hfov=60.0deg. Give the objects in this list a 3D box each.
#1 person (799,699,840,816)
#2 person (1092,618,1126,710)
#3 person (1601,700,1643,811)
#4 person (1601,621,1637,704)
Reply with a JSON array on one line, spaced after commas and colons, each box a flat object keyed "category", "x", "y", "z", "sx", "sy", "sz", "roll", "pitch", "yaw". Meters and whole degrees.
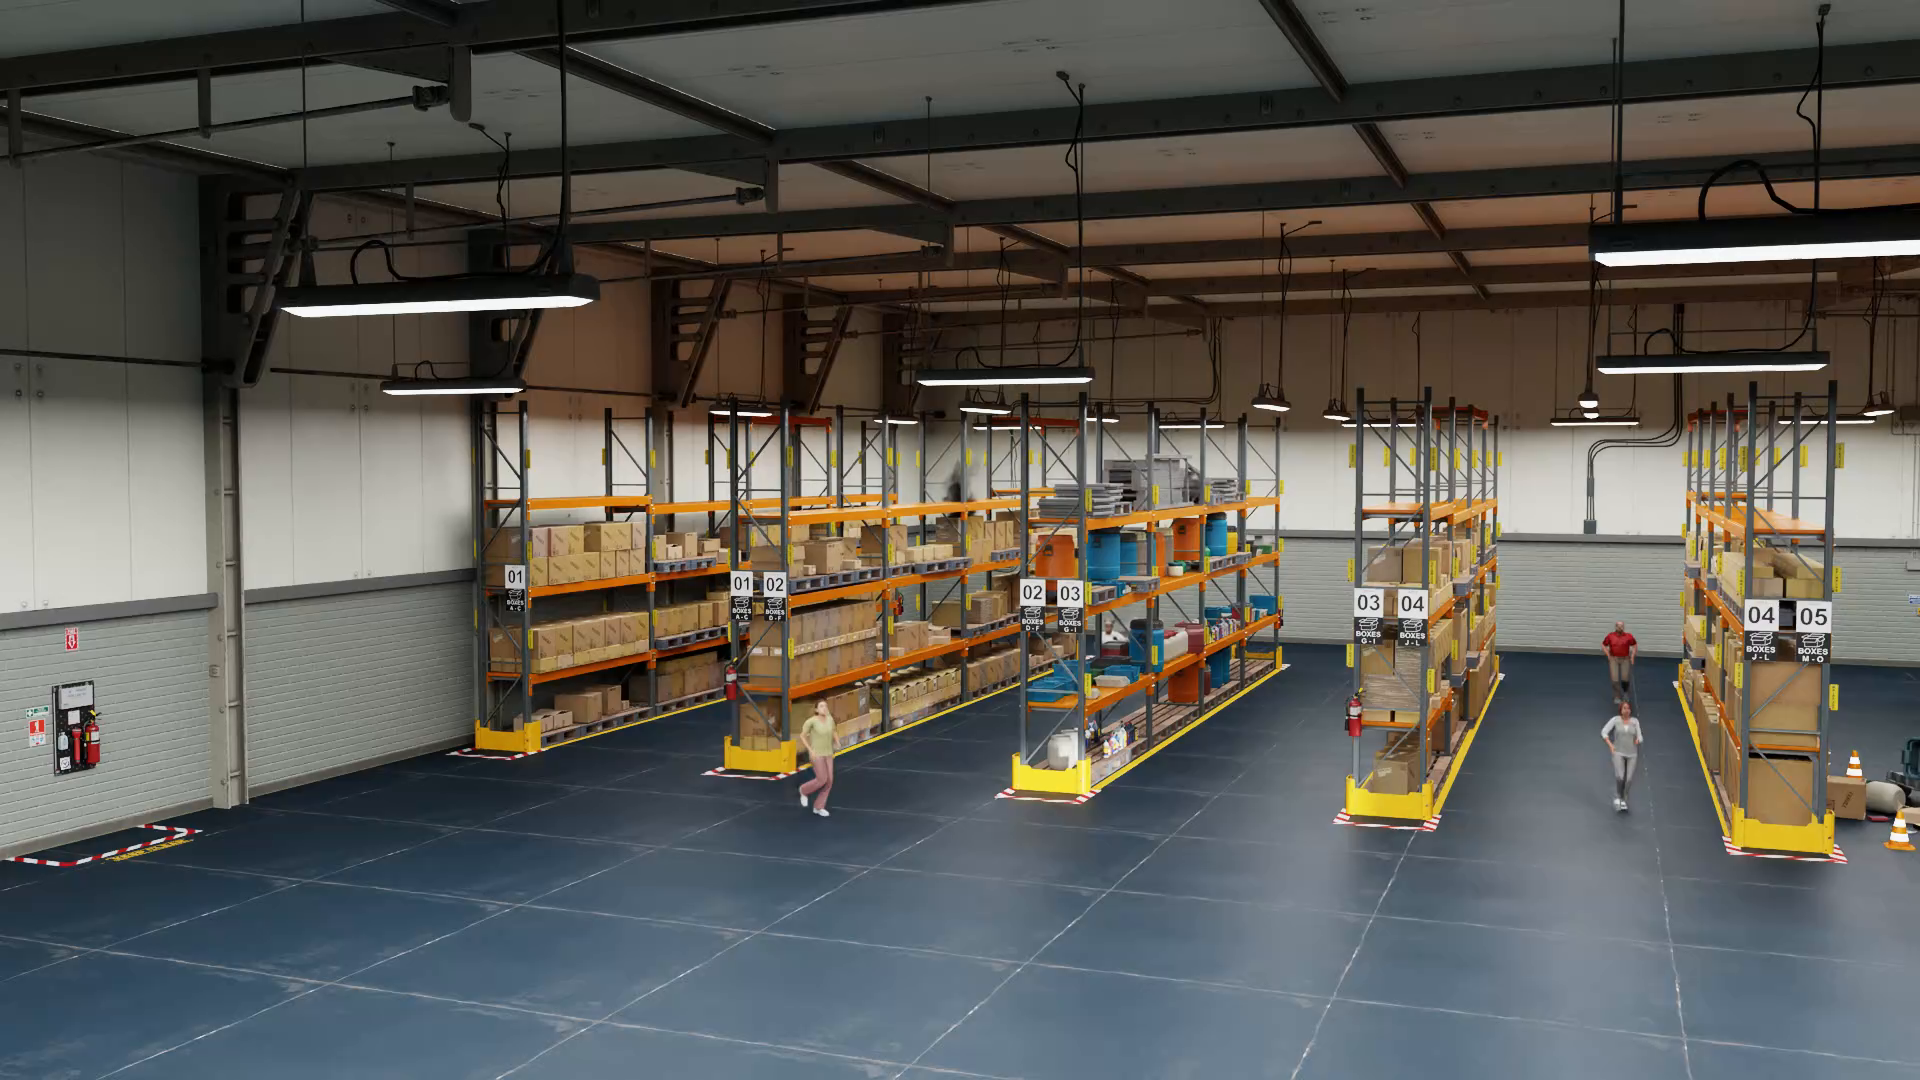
[{"category": "person", "x": -1.965, "y": 3.050, "z": 23.481, "sx": 0.574, "sy": 1.639, "sz": 0.577, "roll": -2, "pitch": 4, "yaw": -39}, {"category": "person", "x": 2.992, "y": 2.464, "z": 33.436, "sx": 0.656, "sy": 1.788, "sz": 0.964, "roll": 1, "pitch": 3, "yaw": 20}, {"category": "person", "x": 9.386, "y": 3.060, "z": 23.505, "sx": 0.522, "sy": 1.569, "sz": 0.592, "roll": 0, "pitch": 3, "yaw": 9}, {"category": "person", "x": 13.482, "y": 2.500, "z": 34.027, "sx": 0.681, "sy": 1.692, "sz": 0.593, "roll": 1, "pitch": 3, "yaw": 24}]
